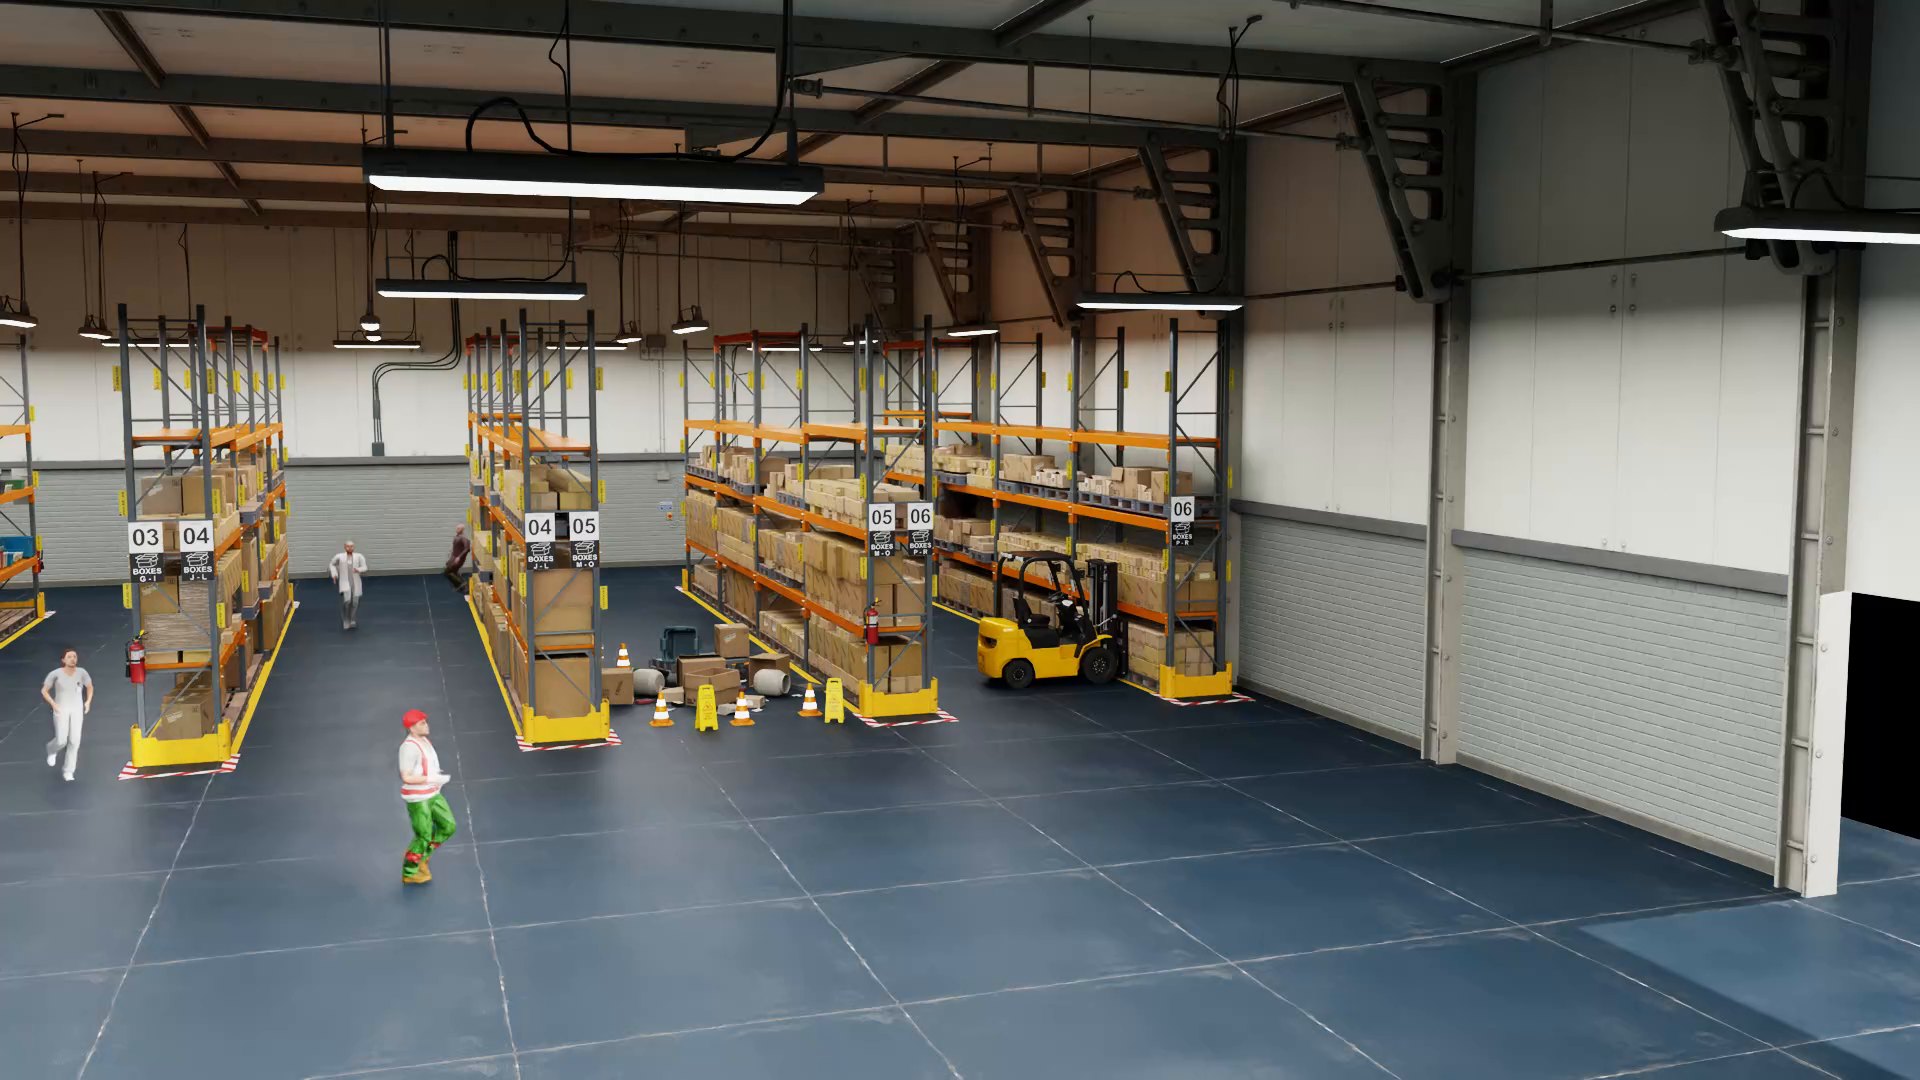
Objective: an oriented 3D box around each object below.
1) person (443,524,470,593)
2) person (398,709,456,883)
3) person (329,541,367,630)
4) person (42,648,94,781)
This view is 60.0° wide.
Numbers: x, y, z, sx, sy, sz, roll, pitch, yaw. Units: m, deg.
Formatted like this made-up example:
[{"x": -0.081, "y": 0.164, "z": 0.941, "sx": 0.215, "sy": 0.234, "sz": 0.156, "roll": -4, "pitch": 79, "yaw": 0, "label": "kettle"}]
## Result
[{"x": -11.903, "y": 0.442, "z": 39.375, "sx": 0.646, "sy": 1.677, "sz": 0.782, "roll": -1, "pitch": 6, "yaw": -12, "label": "person"}, {"x": -5.288, "y": 2.549, "z": 16.546, "sx": 0.604, "sy": 1.750, "sz": 0.640, "roll": 1, "pitch": 5, "yaw": 7, "label": "person"}, {"x": -12.400, "y": 1.022, "z": 33.804, "sx": 0.673, "sy": 1.594, "sz": 0.773, "roll": -3, "pitch": 6, "yaw": -30, "label": "person"}, {"x": -11.371, "y": 2.195, "z": 21.229, "sx": 0.594, "sy": 1.656, "sz": 0.682, "roll": -5, "pitch": 8, "yaw": -44, "label": "person"}]
